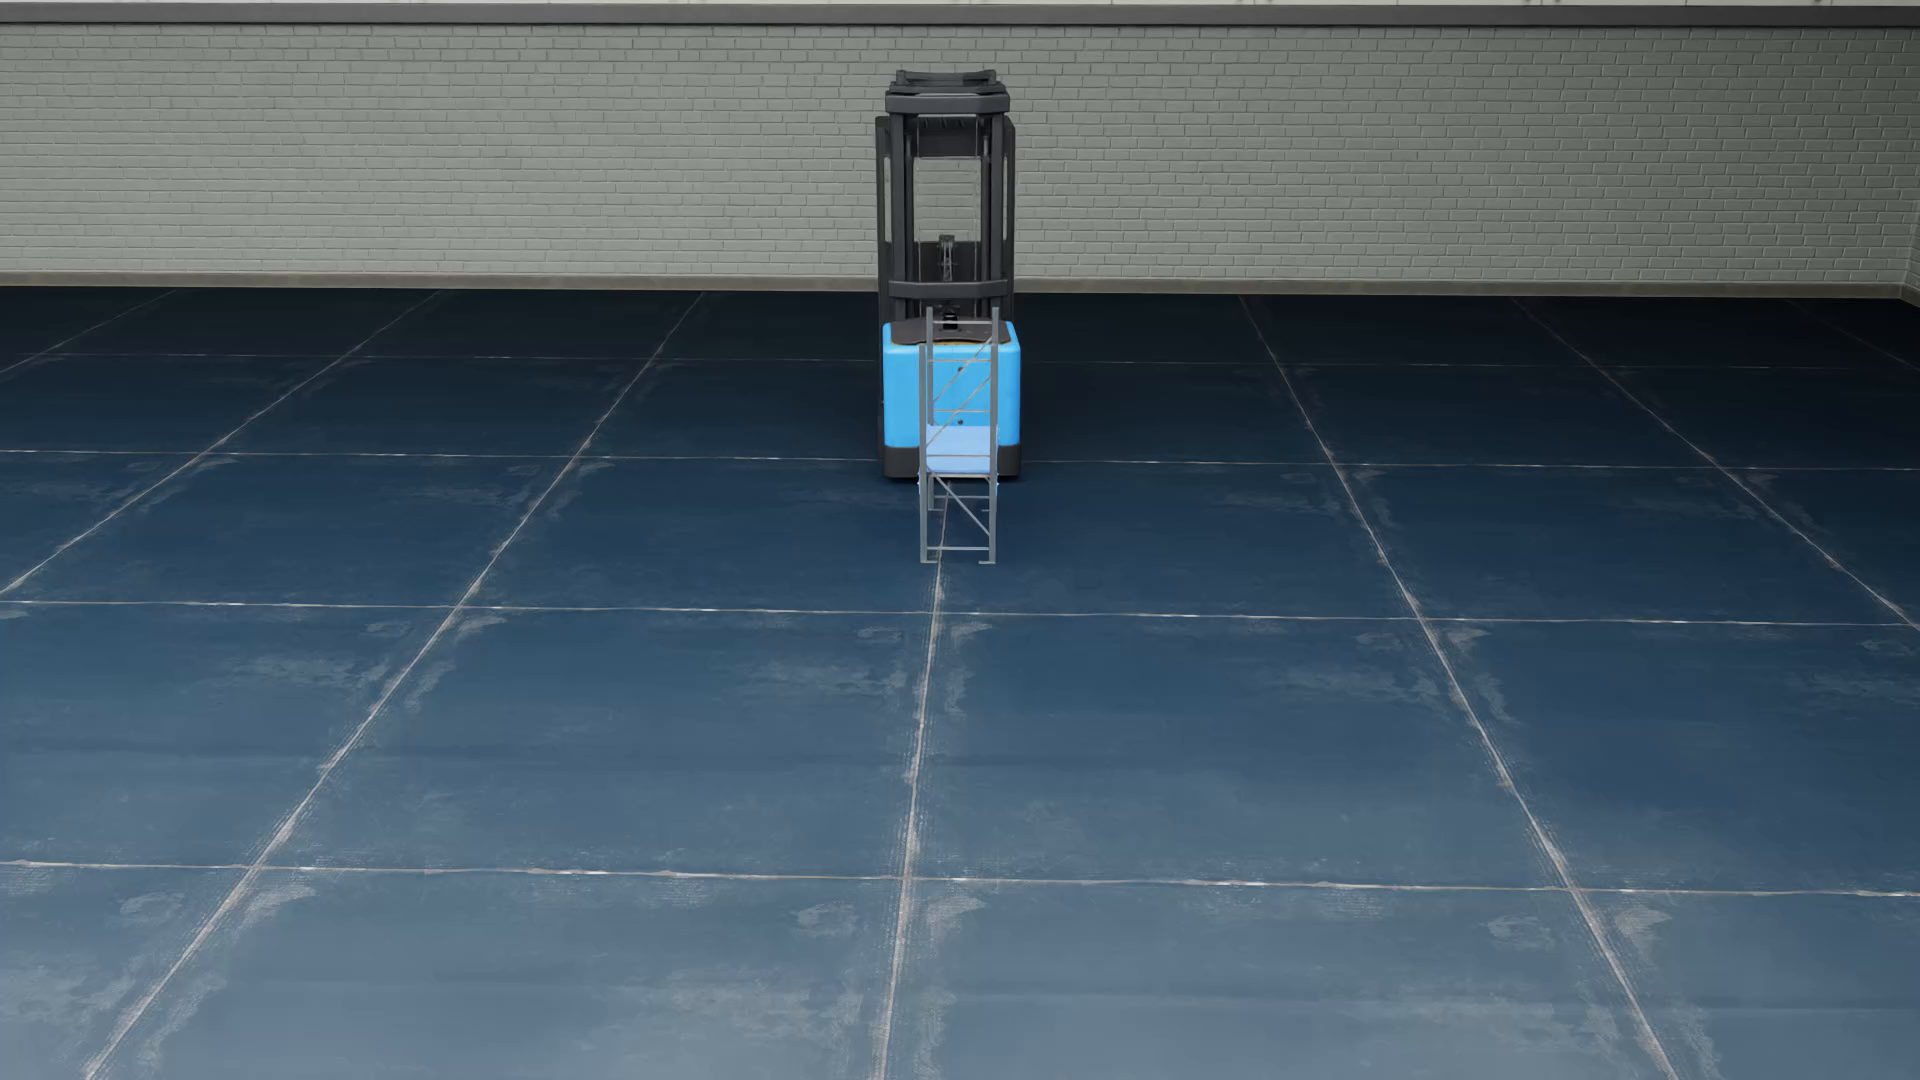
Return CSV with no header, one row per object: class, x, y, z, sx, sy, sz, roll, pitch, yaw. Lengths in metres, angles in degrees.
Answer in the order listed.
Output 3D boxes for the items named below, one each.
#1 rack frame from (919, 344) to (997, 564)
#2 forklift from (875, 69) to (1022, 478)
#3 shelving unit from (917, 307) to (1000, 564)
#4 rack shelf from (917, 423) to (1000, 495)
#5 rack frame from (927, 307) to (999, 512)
rack frame,-0.013,-0.546,10.863,0.500,1.500,0.032,1,21,2
forklift,-0.125,-2.323,13.464,1.130,2.935,3.031,-1,21,-3
shelving unit,0.003,-0.730,11.337,0.538,1.500,1.048,1,21,2
rack shelf,0.003,-0.562,11.402,0.538,0.185,1.000,1,21,2
rack frame,0.018,-0.914,11.811,0.500,1.500,0.032,1,21,2
